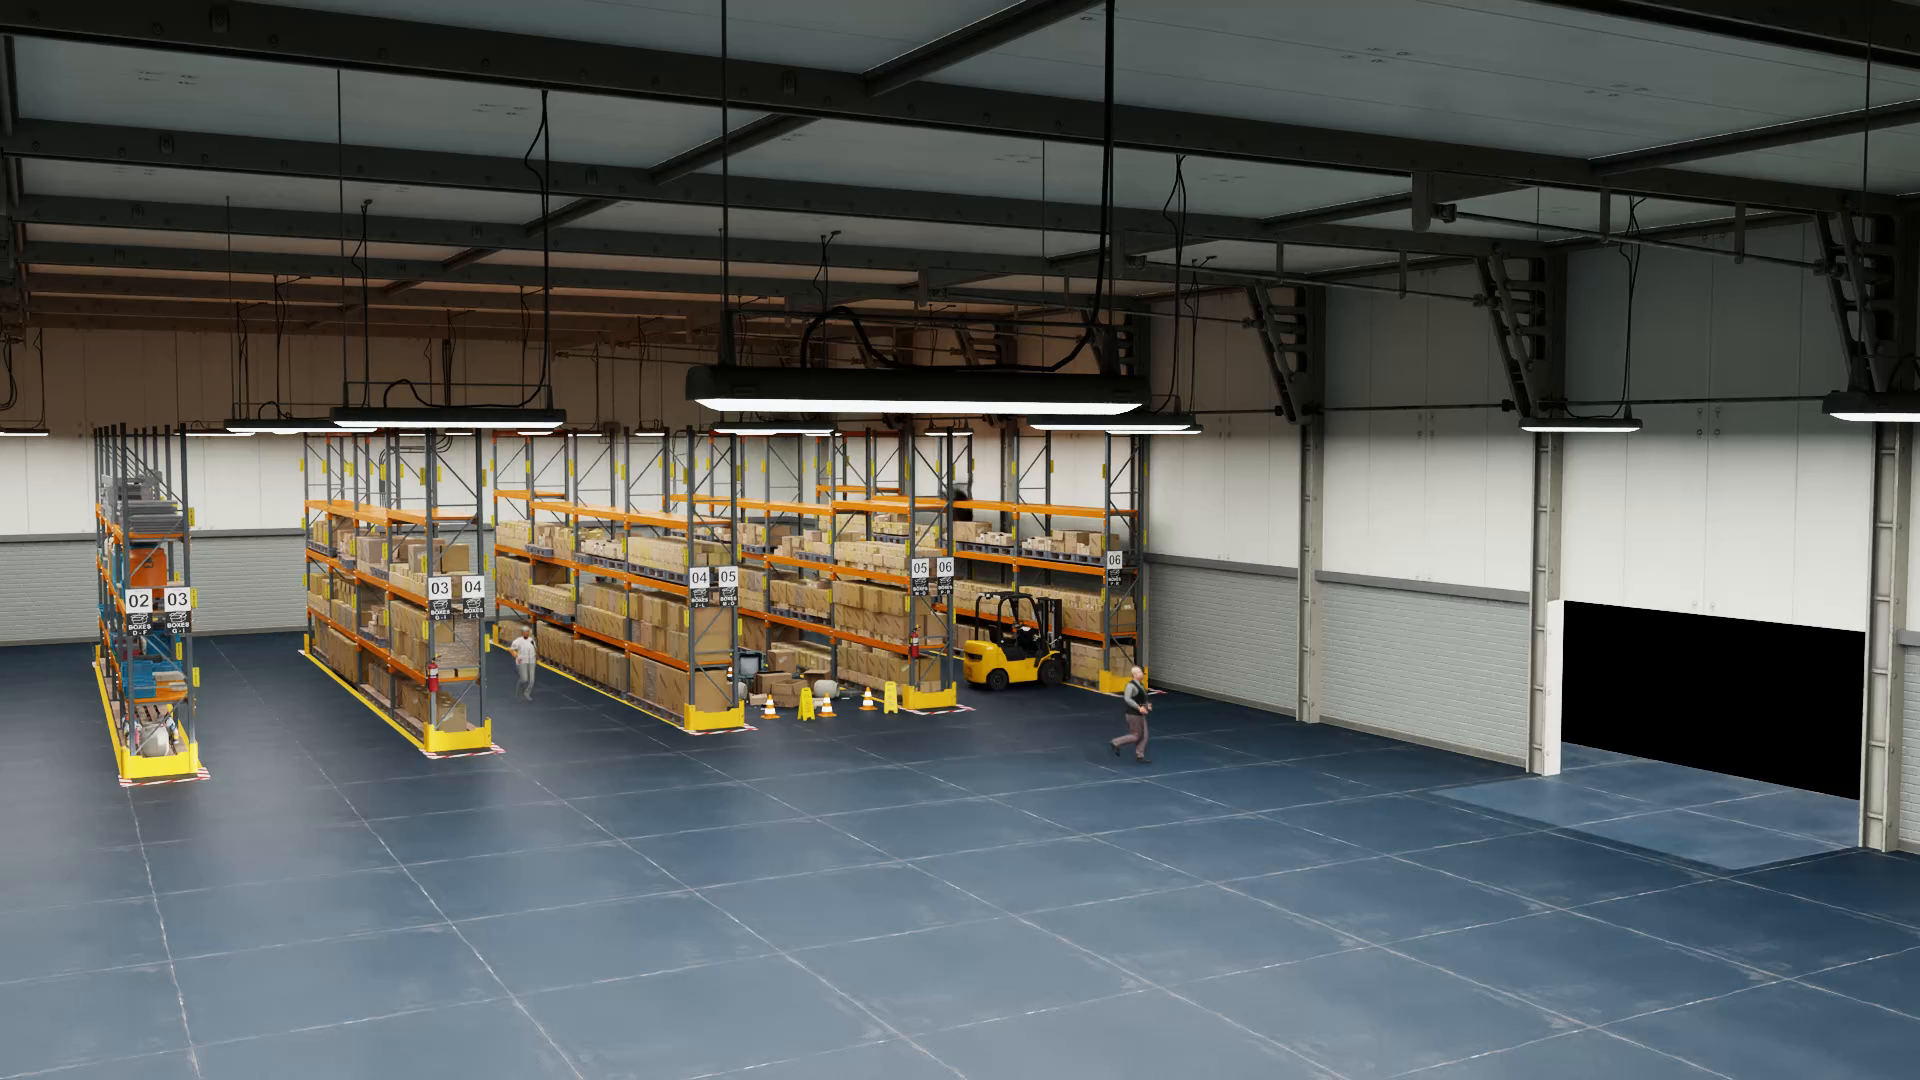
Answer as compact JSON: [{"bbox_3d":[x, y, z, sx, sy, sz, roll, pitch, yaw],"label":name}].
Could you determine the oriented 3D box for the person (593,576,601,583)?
[{"bbox_3d":[-10.753,1.915,49.240,0.709,1.719,0.548,-2,4,-30],"label":"person"}]

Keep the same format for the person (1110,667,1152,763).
[{"bbox_3d":[3.067,3.099,29.524,0.723,1.710,0.667,1,4,23],"label":"person"}]

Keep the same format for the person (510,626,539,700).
[{"bbox_3d":[-9.487,2.704,36.408,0.599,1.621,0.557,-3,4,-38],"label":"person"}]
